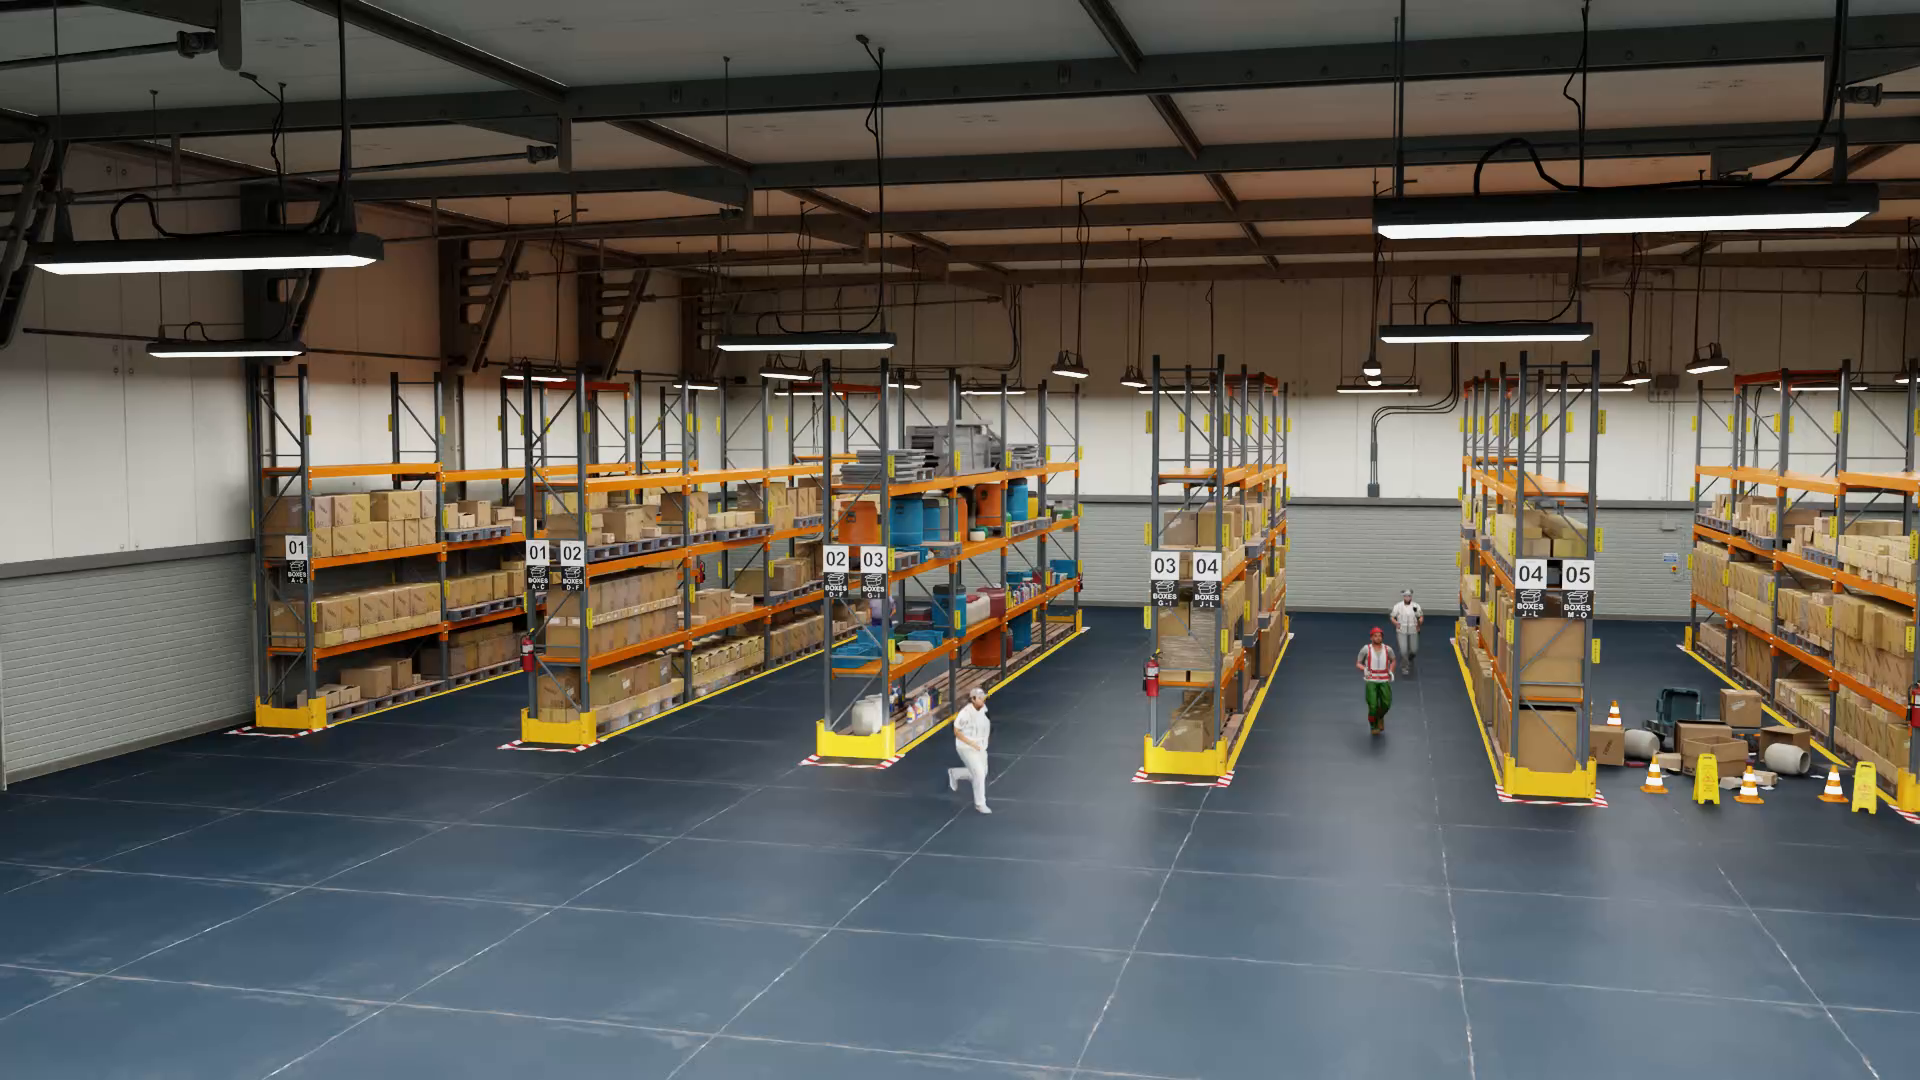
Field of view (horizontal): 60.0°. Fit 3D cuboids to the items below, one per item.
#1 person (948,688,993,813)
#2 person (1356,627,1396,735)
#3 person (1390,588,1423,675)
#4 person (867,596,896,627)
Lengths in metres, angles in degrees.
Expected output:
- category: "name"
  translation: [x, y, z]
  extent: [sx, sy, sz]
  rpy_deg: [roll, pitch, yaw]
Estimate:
- category: "person"
  translation: [0.120, 2.730, 21.696]
  extent: [0.735, 1.640, 0.624]
  rpy_deg: [3, 5, 40]
- category: "person"
  translation: [6.720, 2.280, 26.758]
  extent: [0.648, 1.740, 0.596]
  rpy_deg: [0, 4, 4]
- category: "person"
  translation: [8.972, 1.832, 33.361]
  extent: [0.659, 1.732, 0.622]
  rpy_deg: [1, 4, 9]
- category: "person"
  translation: [-1.558, 1.664, 32.629]
  extent: [0.607, 1.616, 0.504]
  rpy_deg: [1, 4, 8]
